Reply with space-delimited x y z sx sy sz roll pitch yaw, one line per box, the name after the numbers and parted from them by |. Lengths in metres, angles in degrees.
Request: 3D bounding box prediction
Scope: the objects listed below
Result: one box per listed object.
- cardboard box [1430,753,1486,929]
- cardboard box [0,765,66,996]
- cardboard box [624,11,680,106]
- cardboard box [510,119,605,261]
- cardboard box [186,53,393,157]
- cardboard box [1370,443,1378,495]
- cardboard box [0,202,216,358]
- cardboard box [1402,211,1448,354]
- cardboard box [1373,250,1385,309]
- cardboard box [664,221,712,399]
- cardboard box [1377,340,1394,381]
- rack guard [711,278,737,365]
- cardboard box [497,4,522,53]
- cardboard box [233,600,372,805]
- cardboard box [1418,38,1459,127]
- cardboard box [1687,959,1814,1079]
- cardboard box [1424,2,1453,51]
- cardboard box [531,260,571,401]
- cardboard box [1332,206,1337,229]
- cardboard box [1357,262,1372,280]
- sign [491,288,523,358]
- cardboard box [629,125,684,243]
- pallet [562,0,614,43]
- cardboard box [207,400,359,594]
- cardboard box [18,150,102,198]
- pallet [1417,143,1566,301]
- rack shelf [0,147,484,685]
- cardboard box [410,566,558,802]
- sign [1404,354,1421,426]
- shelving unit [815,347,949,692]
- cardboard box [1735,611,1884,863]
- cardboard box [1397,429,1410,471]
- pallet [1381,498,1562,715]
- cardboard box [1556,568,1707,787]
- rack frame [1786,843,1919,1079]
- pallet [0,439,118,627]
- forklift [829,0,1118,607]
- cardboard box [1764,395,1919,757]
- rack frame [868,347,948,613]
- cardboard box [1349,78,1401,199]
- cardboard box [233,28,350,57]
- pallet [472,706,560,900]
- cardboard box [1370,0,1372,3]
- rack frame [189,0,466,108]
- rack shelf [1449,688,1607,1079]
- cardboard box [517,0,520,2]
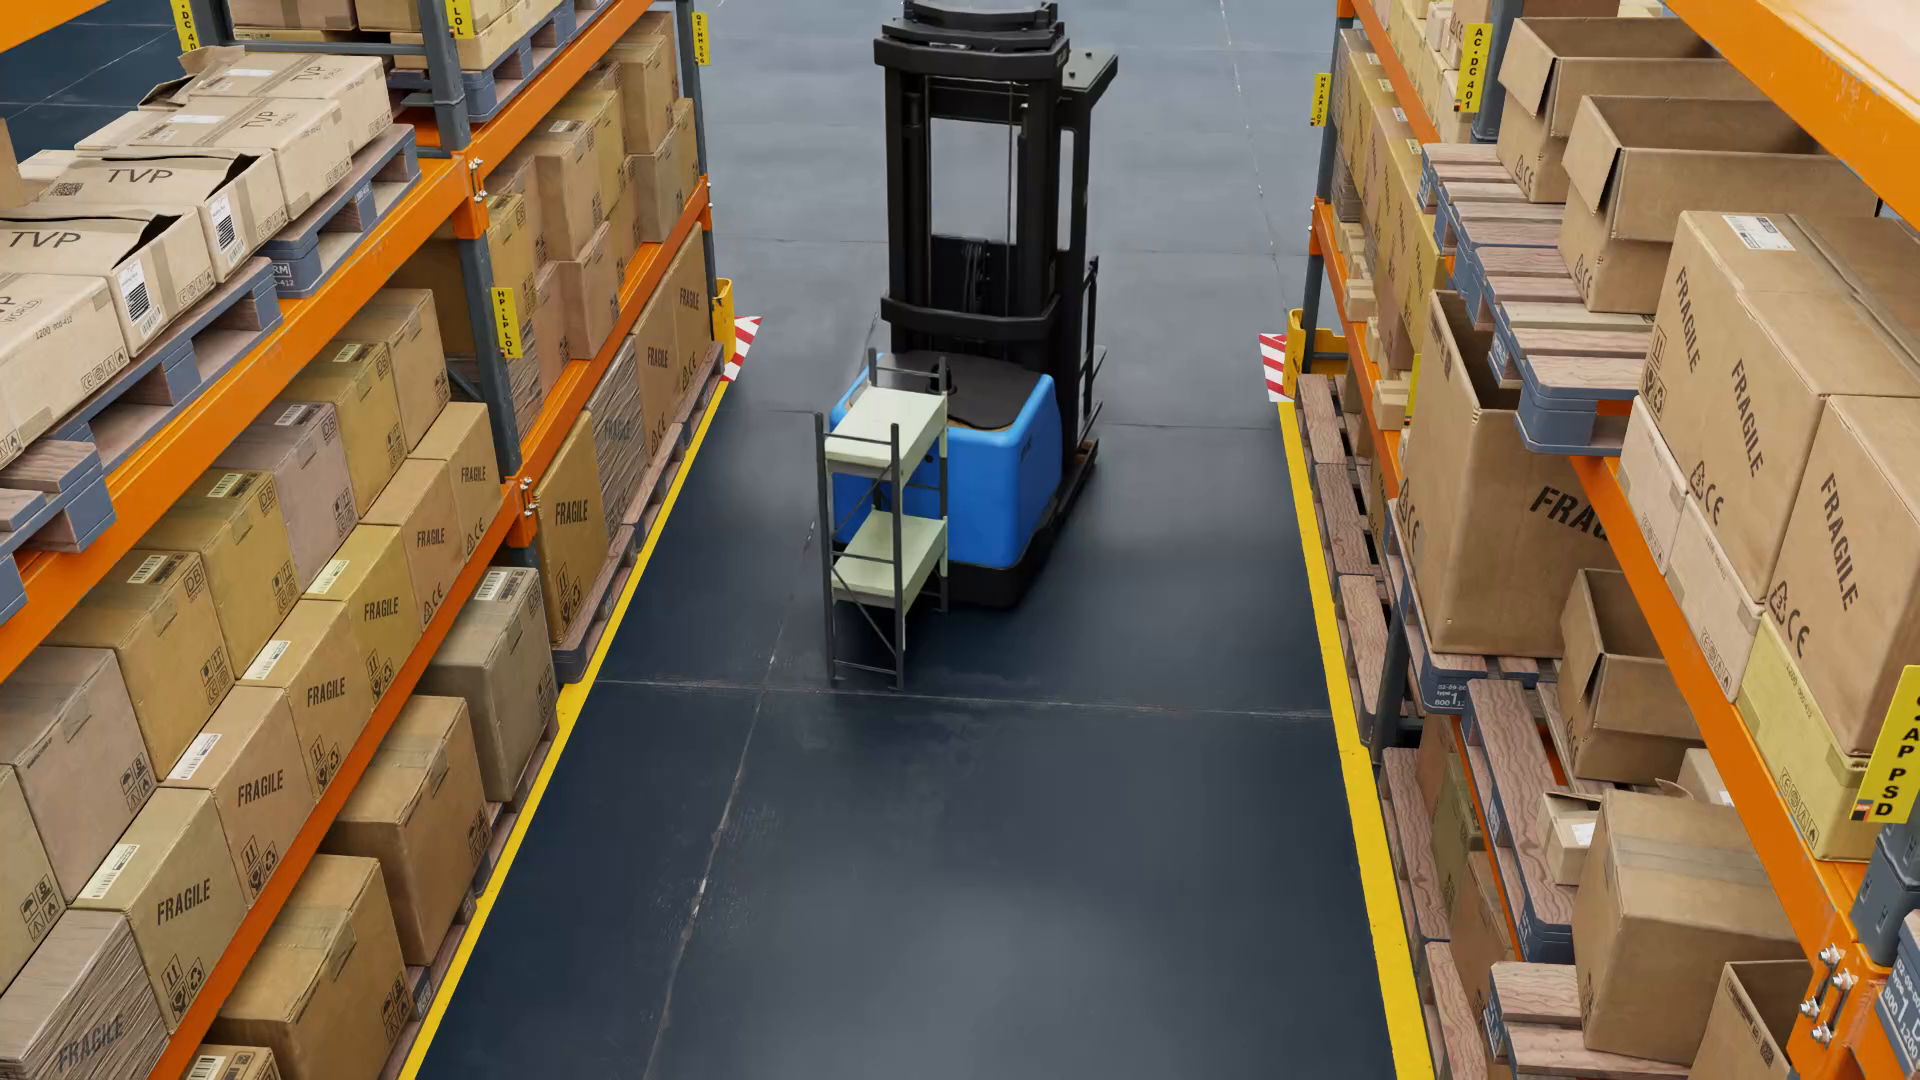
2.311 1.219 6.657 0.700 0.500 0.500 2 32 4 | cardboard box
-2.774 0.897 4.167 0.700 0.500 0.500 2 32 4 | cardboard box
-2.238 -2.914 10.228 0.875 0.550 0.550 2 32 4 | cardboard box
-2.321 -1.776 8.380 0.875 0.550 0.550 2 32 4 | cardboard box
-2.393 -1.550 5.974 0.500 0.250 0.500 3 32 5 | cardboard box
2.614 -0.467 9.411 0.500 0.500 0.500 5 32 9 | cardboard box
-2.460 -0.760 4.635 0.500 0.311 0.500 2 32 3 | cardboard box
2.203 -1.069 7.074 0.500 0.500 0.500 2 32 4 | cardboard box
2.637 -1.414 8.587 0.875 0.500 0.500 2 32 4 | cardboard box
-2.158 -1.500 10.730 0.875 0.875 0.875 3 32 4 | cardboard box
2.316 -0.896 8.365 0.380 0.149 0.250 2 32 4 | cardboard box
-2.167 -1.532 11.539 1.175 0.500 0.348 2 32 4 | rack guard
-2.107 -2.194 7.117 0.380 0.149 0.250 3 32 4 | cardboard box
-2.392 0.544 5.693 0.500 0.500 0.500 2 32 3 | cardboard box
2.270 -1.962 7.139 0.500 0.250 0.500 3 32 5 | cardboard box
2.119 1.359 3.970 0.500 0.500 0.500 -1 32 -2 | cardboard box
2.223 -2.208 7.158 0.380 0.149 0.250 2 32 2 | cardboard box
-2.454 -1.037 8.212 0.875 0.550 0.550 2 32 4 | cardboard box
2.466 -1.943 10.063 0.380 0.149 0.250 2 32 4 | cardboard box
2.410 -1.419 9.213 0.380 0.149 0.250 2 32 4 | cardboard box
-1.953 -0.933 7.157 0.100 0.325 0.005 2 32 4 | sign
-2.177 -2.163 10.037 0.875 0.550 0.550 2 32 4 | cardboard box
-2.316 -2.794 8.431 1.003 0.211 1.213 2 32 4 | pallet
-2.611 -0.167 5.893 0.700 0.500 0.500 3 32 4 | cardboard box
-2.868 -1.161 5.440 0.380 0.149 0.250 2 32 4 | cardboard box
2.284 -1.106 5.785 1.213 0.211 1.003 2 32 4 | pallet
-2.658 -0.417 5.174 1.077 0.370 4.000 2 32 4 | rack shelf
-2.456 0.616 7.416 1.050 0.750 0.750 2 32 4 | cardboard box
1.899 -0.615 6.843 0.100 0.325 0.005 2 32 4 | sign
-0.365 -0.098 8.259 0.431 1.500 0.755 9 33 14 | shelving unit
1.909 0.393 3.318 0.500 0.250 0.500 3 32 4 | cardboard box
2.195 -0.375 7.520 0.380 0.149 0.250 2 32 4 | cardboard box
2.233 0.248 6.451 1.003 0.211 1.213 2 32 4 | pallet
2.391 0.461 5.425 0.797 0.503 0.637 6 32 9 | cardboard box
2.115 1.865 3.645 1.000 3.000 0.127 2 32 4 | rack frame
-2.821 0.064 3.887 1.213 0.211 1.003 4 32 6 | pallet
0.223 -1.657 9.425 1.130 2.935 3.031 9 33 14 | forklift
1.904 0.072 3.123 0.500 0.500 0.500 3 32 5 | cardboard box
-0.259 -0.281 8.557 0.400 1.500 0.023 9 33 14 | rack frame
2.363 -2.115 8.771 0.500 0.500 0.500 2 32 4 | cardboard box
-2.784 -2.087 6.943 0.380 0.149 0.250 2 32 4 | cardboard box
-2.482 1.102 7.541 1.003 0.211 1.213 2 32 4 | pallet
2.434 -3.021 8.857 0.500 0.250 0.500 2 32 3 | cardboard box
-2.495 -3.046 5.895 1.000 3.000 0.127 2 32 4 | rack frame
2.278 1.125 5.531 1.077 0.370 4.000 2 32 4 | rack shelf
-2.136 -2.560 7.331 0.500 0.250 0.500 2 32 4 | cardboard box
